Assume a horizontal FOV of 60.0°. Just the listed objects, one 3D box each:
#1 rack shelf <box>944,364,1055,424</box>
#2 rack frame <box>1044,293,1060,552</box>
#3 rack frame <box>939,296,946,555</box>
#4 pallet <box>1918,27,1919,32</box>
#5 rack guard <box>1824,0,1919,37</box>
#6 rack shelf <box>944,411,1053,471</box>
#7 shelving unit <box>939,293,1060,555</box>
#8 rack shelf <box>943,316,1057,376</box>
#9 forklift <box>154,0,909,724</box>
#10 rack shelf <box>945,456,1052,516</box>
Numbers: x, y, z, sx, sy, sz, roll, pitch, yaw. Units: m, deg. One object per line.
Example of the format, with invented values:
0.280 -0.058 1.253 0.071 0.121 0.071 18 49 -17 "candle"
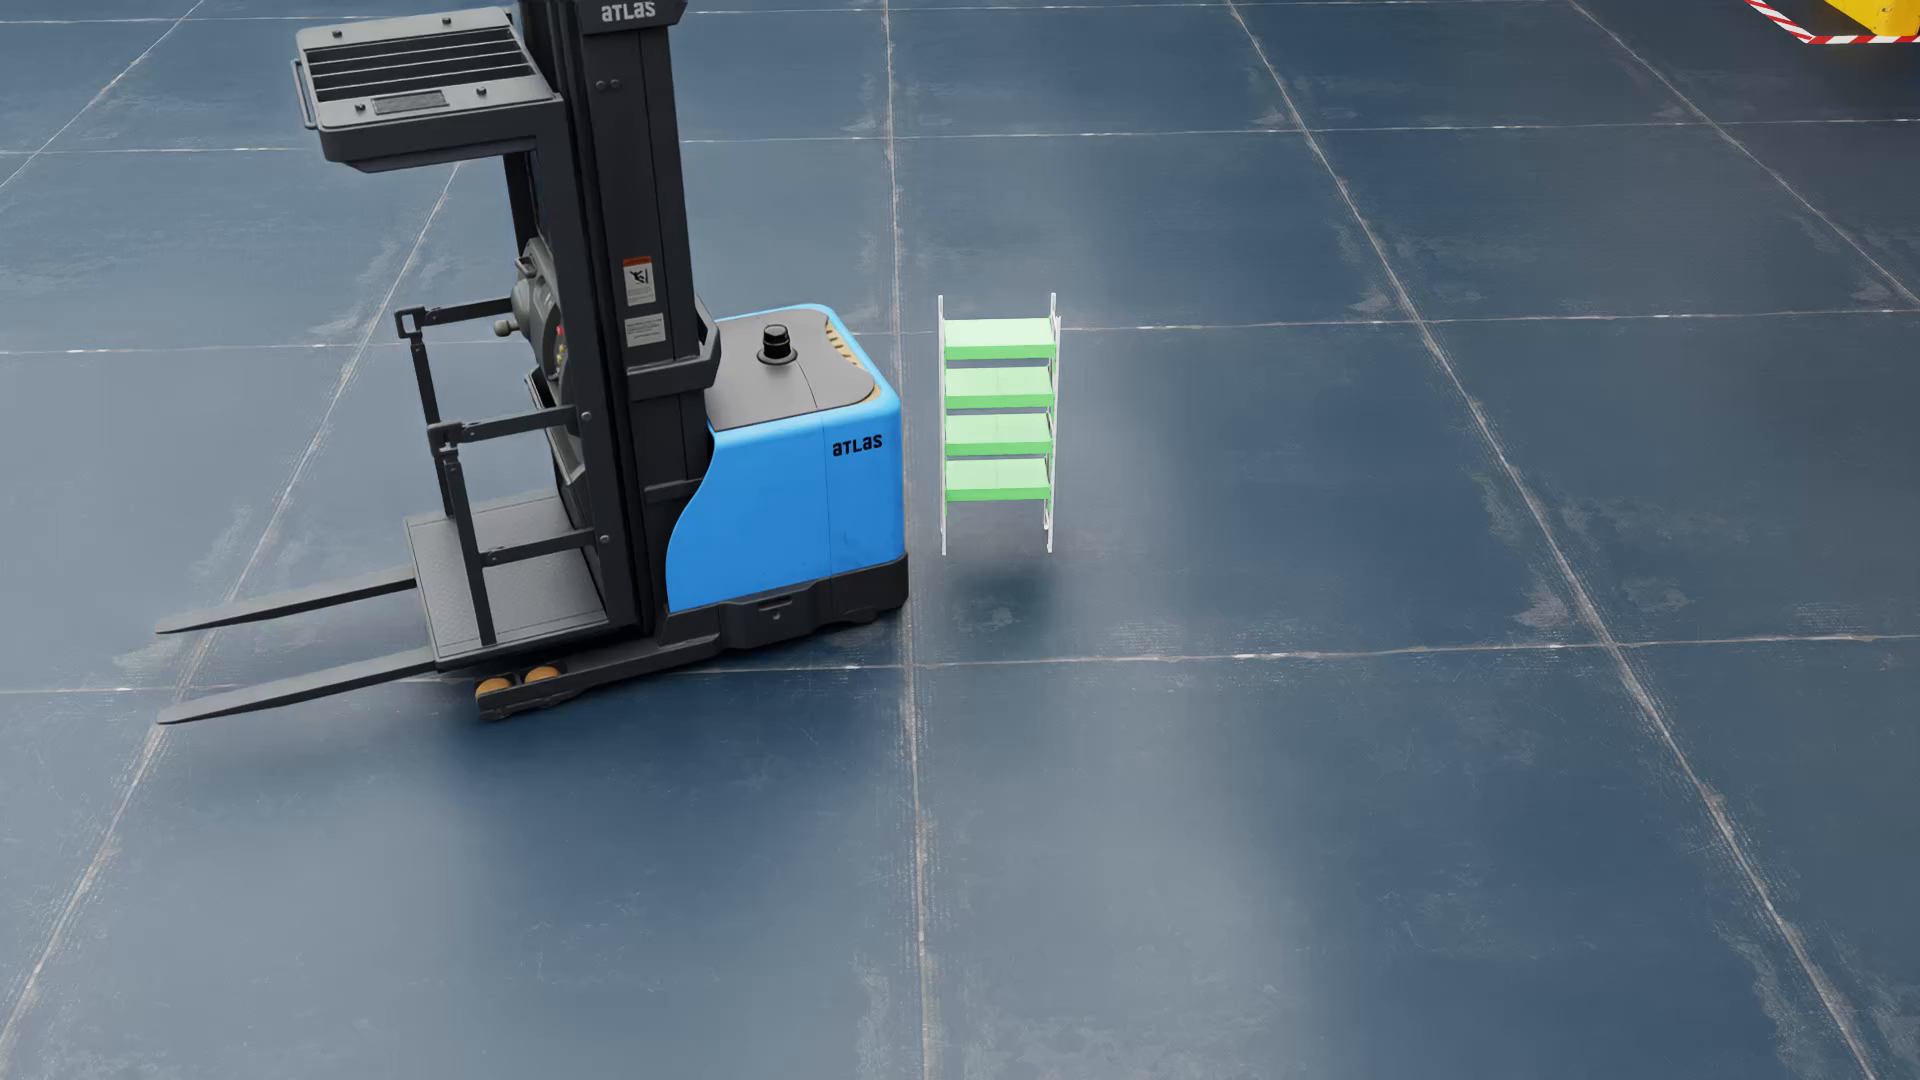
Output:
0.165 -0.643 7.315 0.480 0.148 0.258 -2 35 -2 "rack shelf"
0.409 -0.504 7.424 0.015 1.200 0.240 -2 35 -2 "rack frame"
-0.078 -0.491 7.405 0.015 1.200 0.240 -2 35 -2 "rack frame"
8.573 -4.613 14.230 1.213 0.211 1.003 -2 35 -2 "pallet"
7.762 -4.713 14.120 0.348 0.500 1.175 -2 35 -2 "rack guard"
0.165 -0.445 7.451 0.480 0.148 0.258 -2 35 -2 "rack shelf"
0.165 -0.498 7.415 0.503 1.200 0.258 -2 35 -2 "shelving unit"
0.165 -0.840 7.178 0.480 0.148 0.258 -2 35 -2 "rack shelf"
-1.793 -0.824 6.365 3.031 2.935 1.130 -13 37 -18 "forklift"
0.165 -0.248 7.588 0.480 0.148 0.258 -2 35 -2 "rack shelf"
